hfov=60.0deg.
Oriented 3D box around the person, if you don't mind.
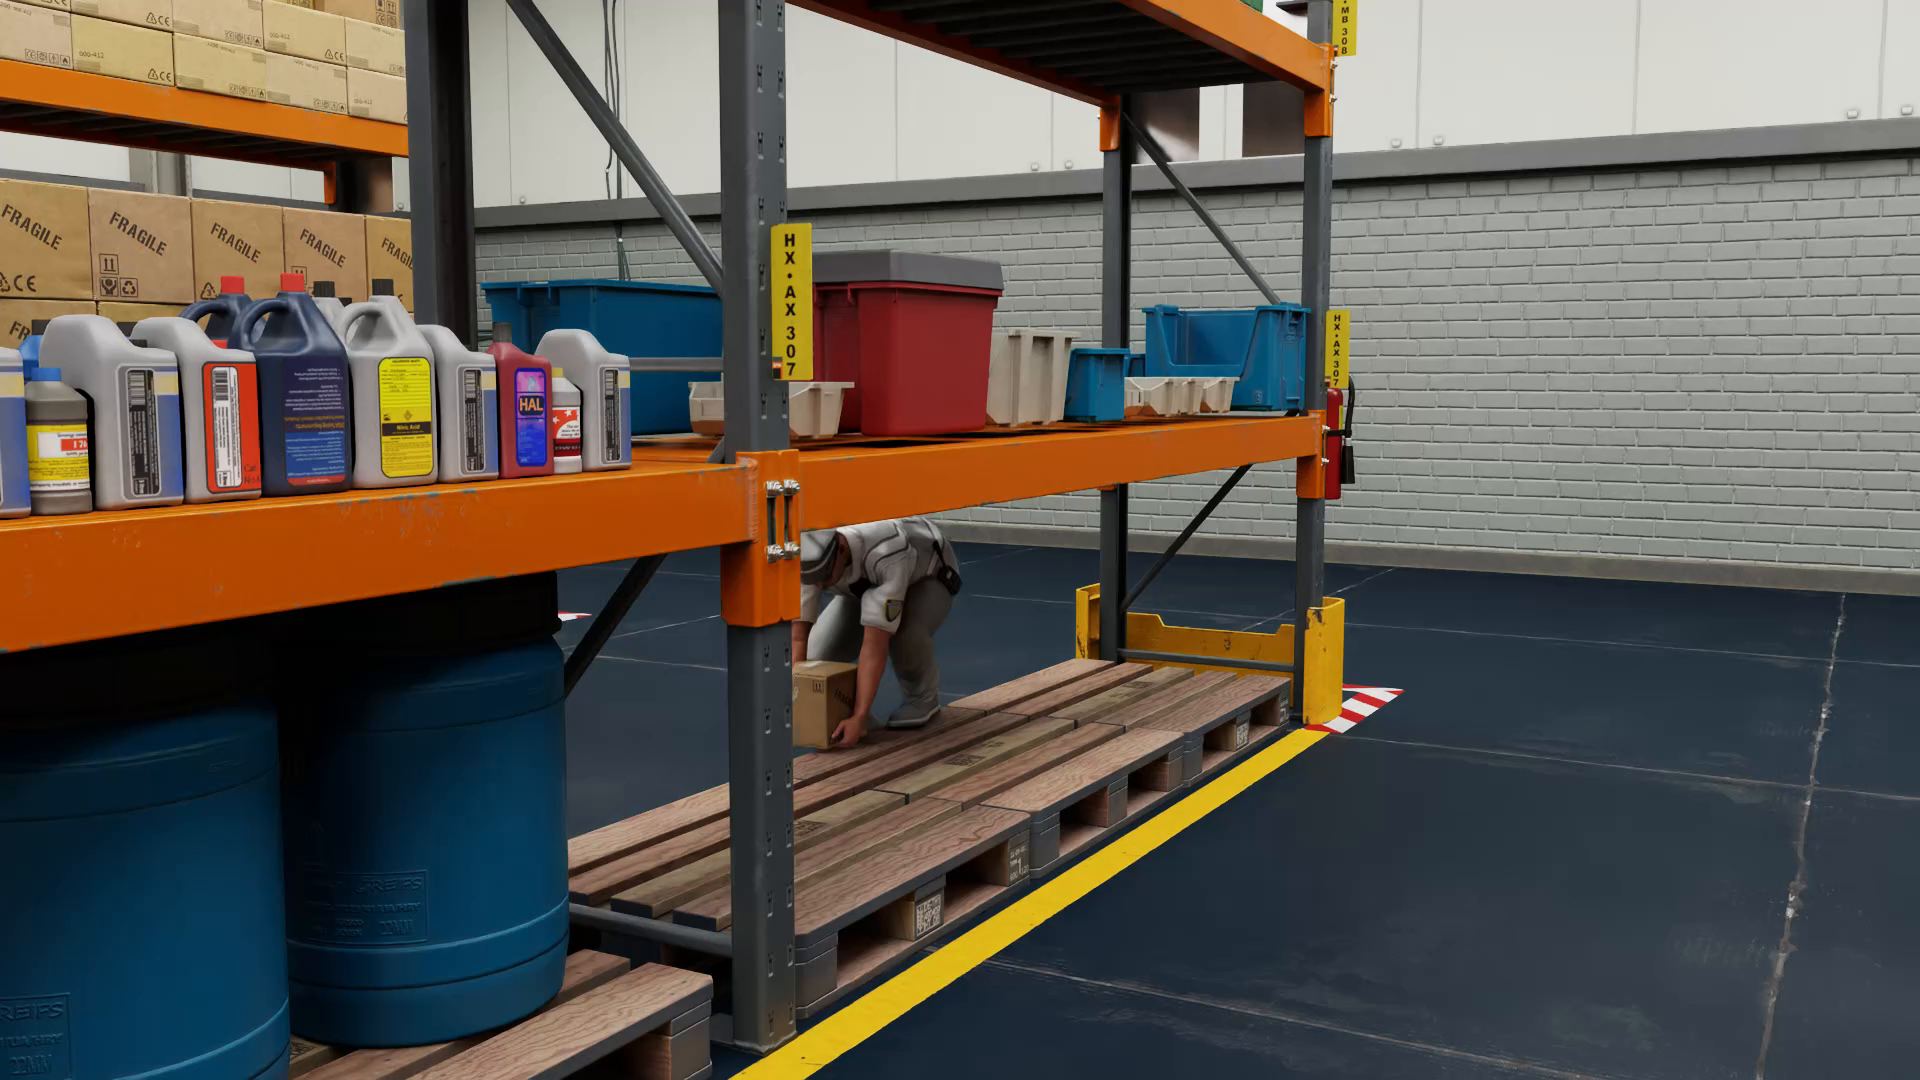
[{"bbox_3d":[-0.351,0.369,5.993,0.553,1.043,1.026,3,7,26],"label":"person"}]
